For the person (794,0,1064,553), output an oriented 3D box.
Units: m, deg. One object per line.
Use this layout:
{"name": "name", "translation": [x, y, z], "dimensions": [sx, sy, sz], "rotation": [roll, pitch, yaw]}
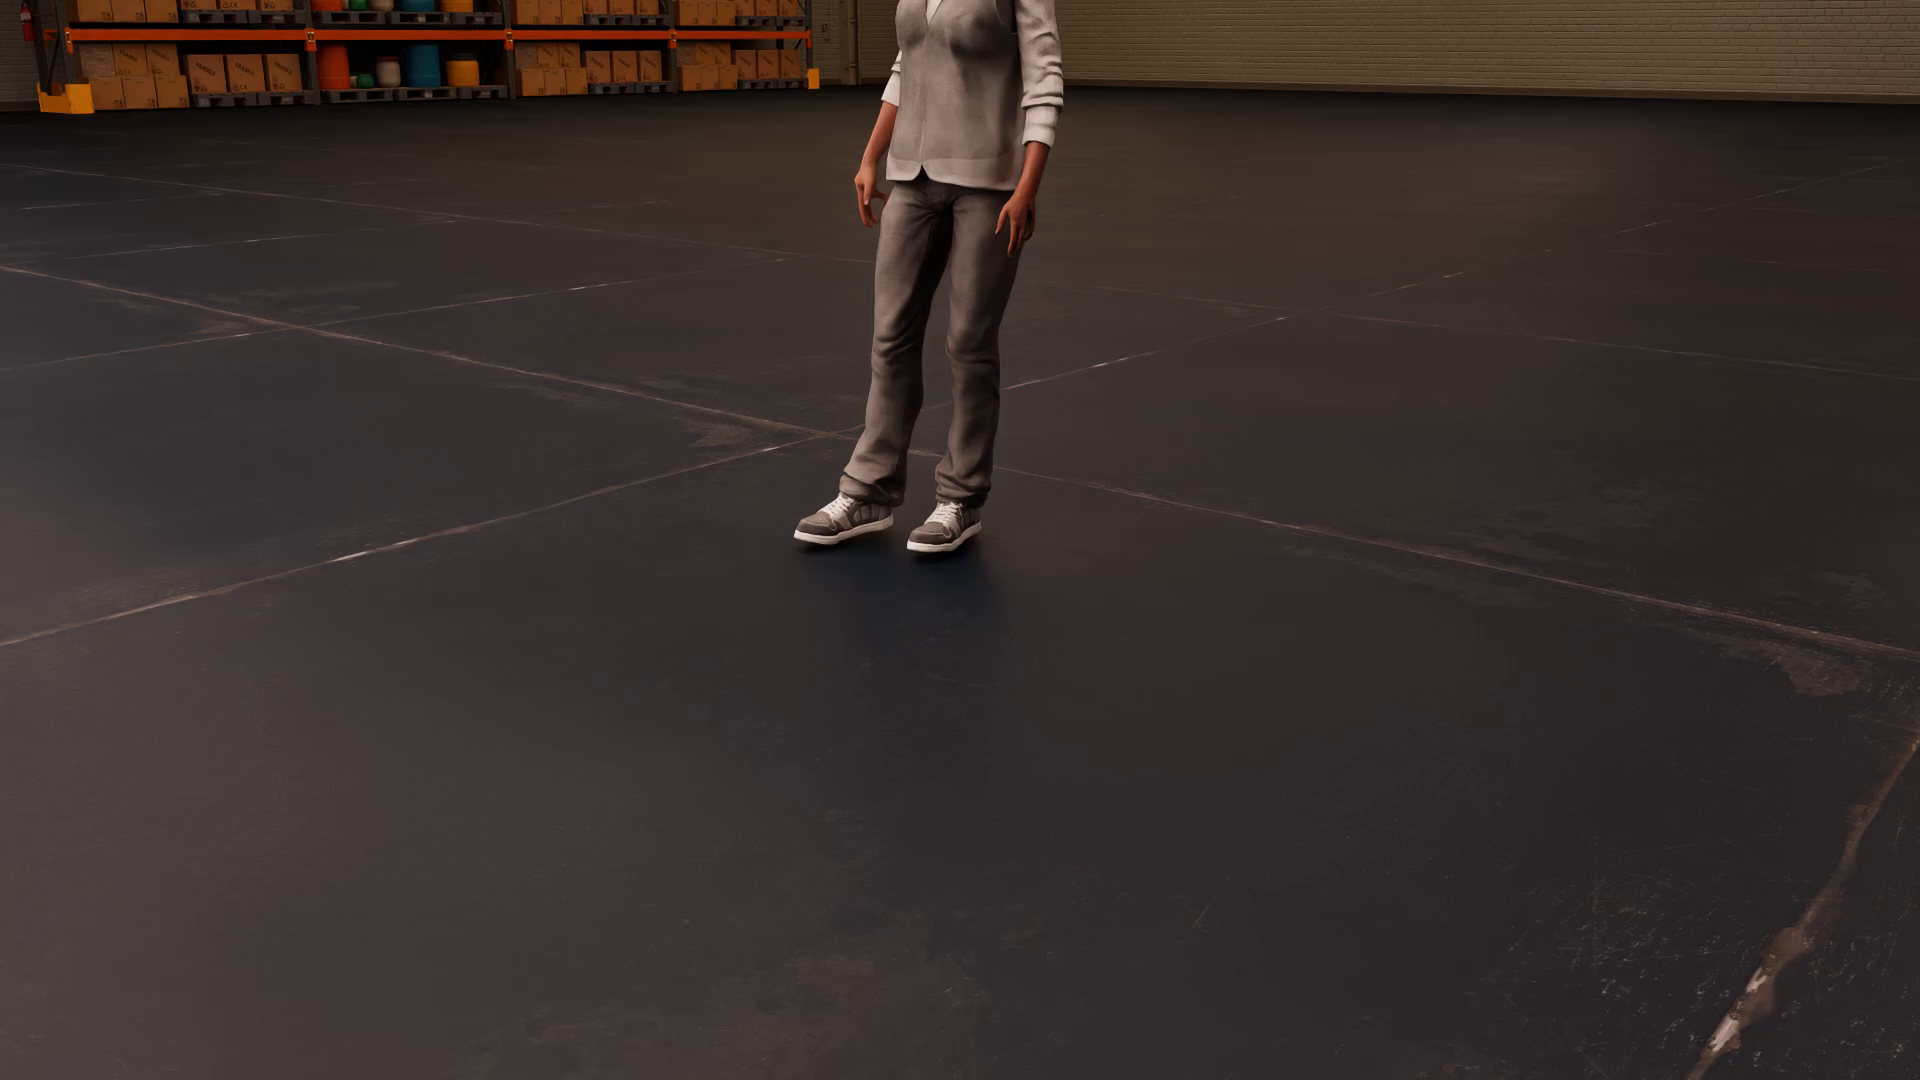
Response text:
{"name": "person", "translation": [-0.058, -0.757, 3.662], "dimensions": [0.520, 1.597, 0.475], "rotation": [13, 21, 37]}
